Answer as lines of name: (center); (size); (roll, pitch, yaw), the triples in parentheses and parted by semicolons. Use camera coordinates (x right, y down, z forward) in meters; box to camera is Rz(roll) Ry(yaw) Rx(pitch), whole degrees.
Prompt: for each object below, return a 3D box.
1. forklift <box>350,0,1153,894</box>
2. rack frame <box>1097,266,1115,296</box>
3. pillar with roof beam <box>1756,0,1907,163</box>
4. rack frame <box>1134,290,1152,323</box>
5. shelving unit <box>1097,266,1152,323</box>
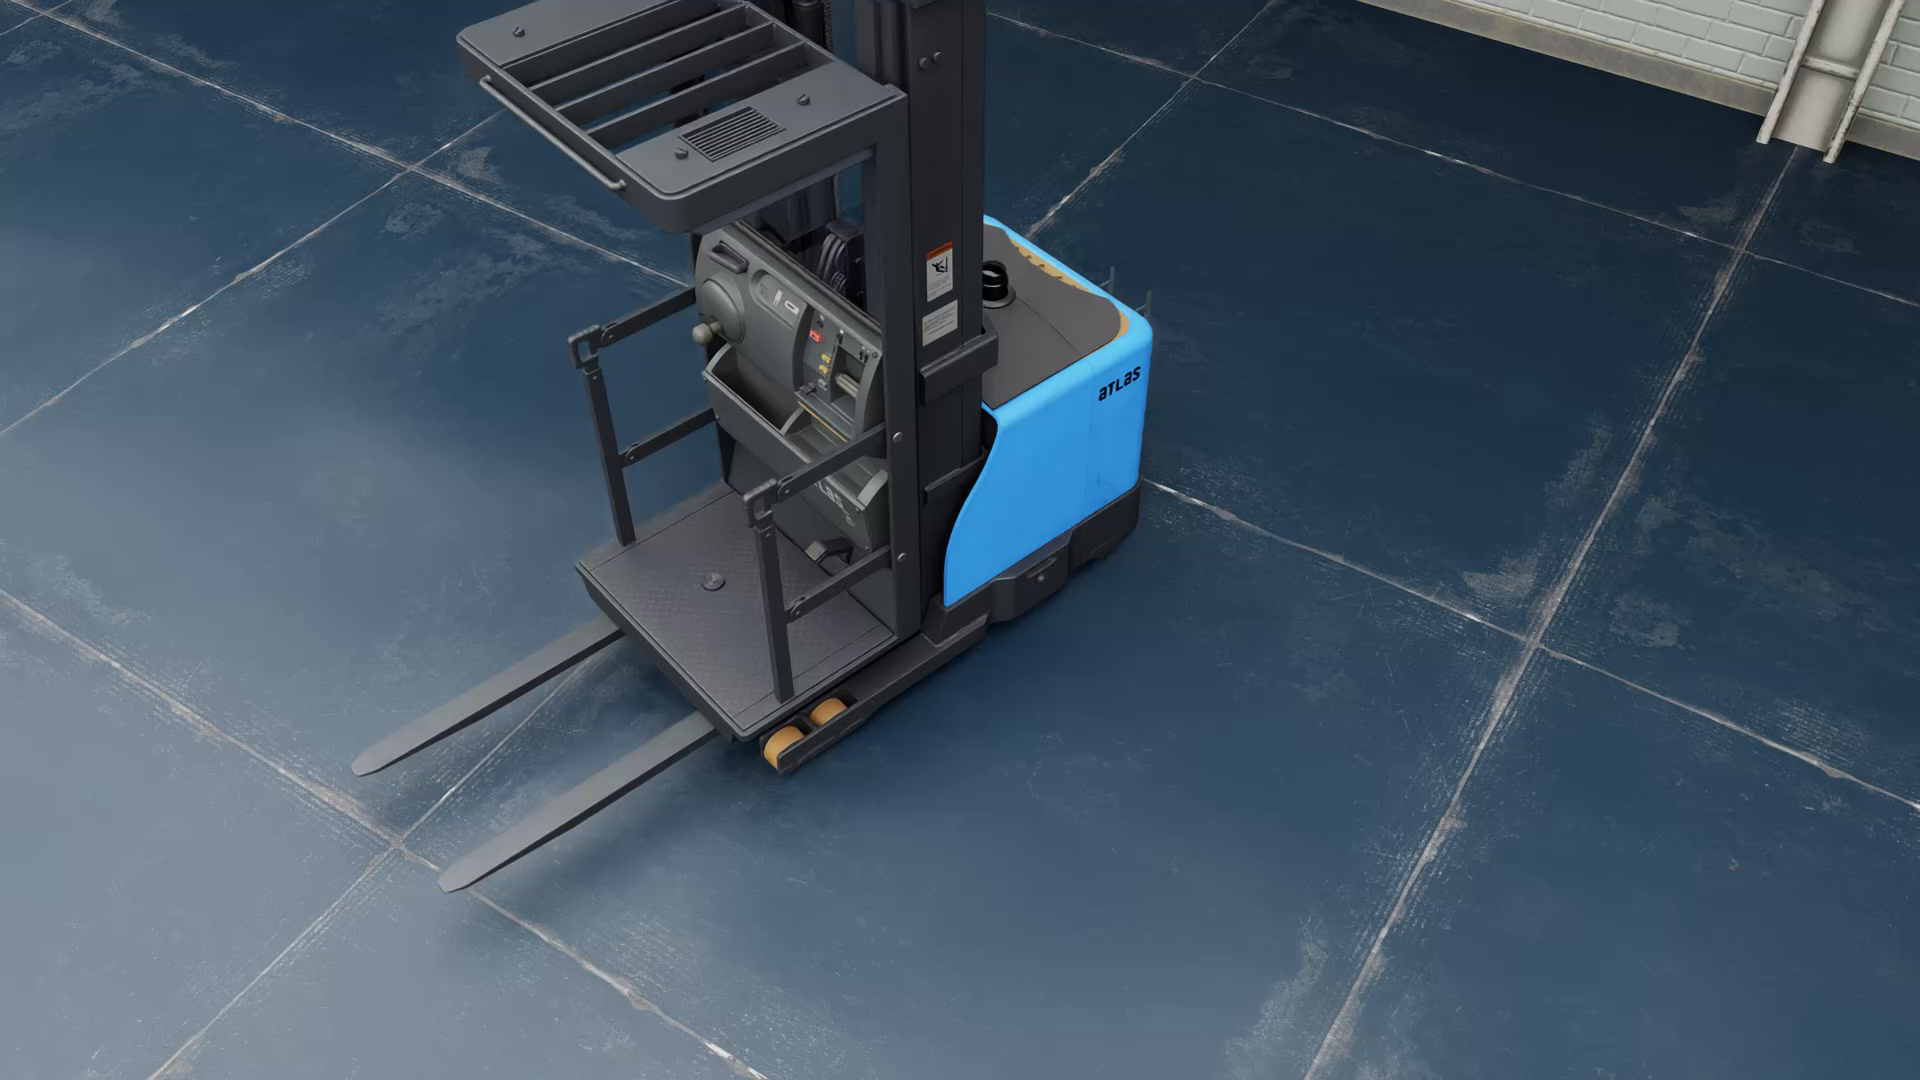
forklift: (-0.727, -0.623, 5.311); (3.031, 2.935, 1.130); (-32, 54, -27)
rack frame: (0.516, -0.708, 6.810); (0.240, 0.900, 0.006); (-32, 54, -27)
pillar with roof beam: (2.138, -2.665, 3.065); (0.400, 9.000, 9.100); (25, 51, 22)
rack frame: (0.649, -0.598, 6.703); (0.240, 0.900, 0.006); (-32, 54, -27)
shelving unit: (0.583, -0.653, 6.757); (0.258, 0.900, 0.210); (-32, 54, -27)
